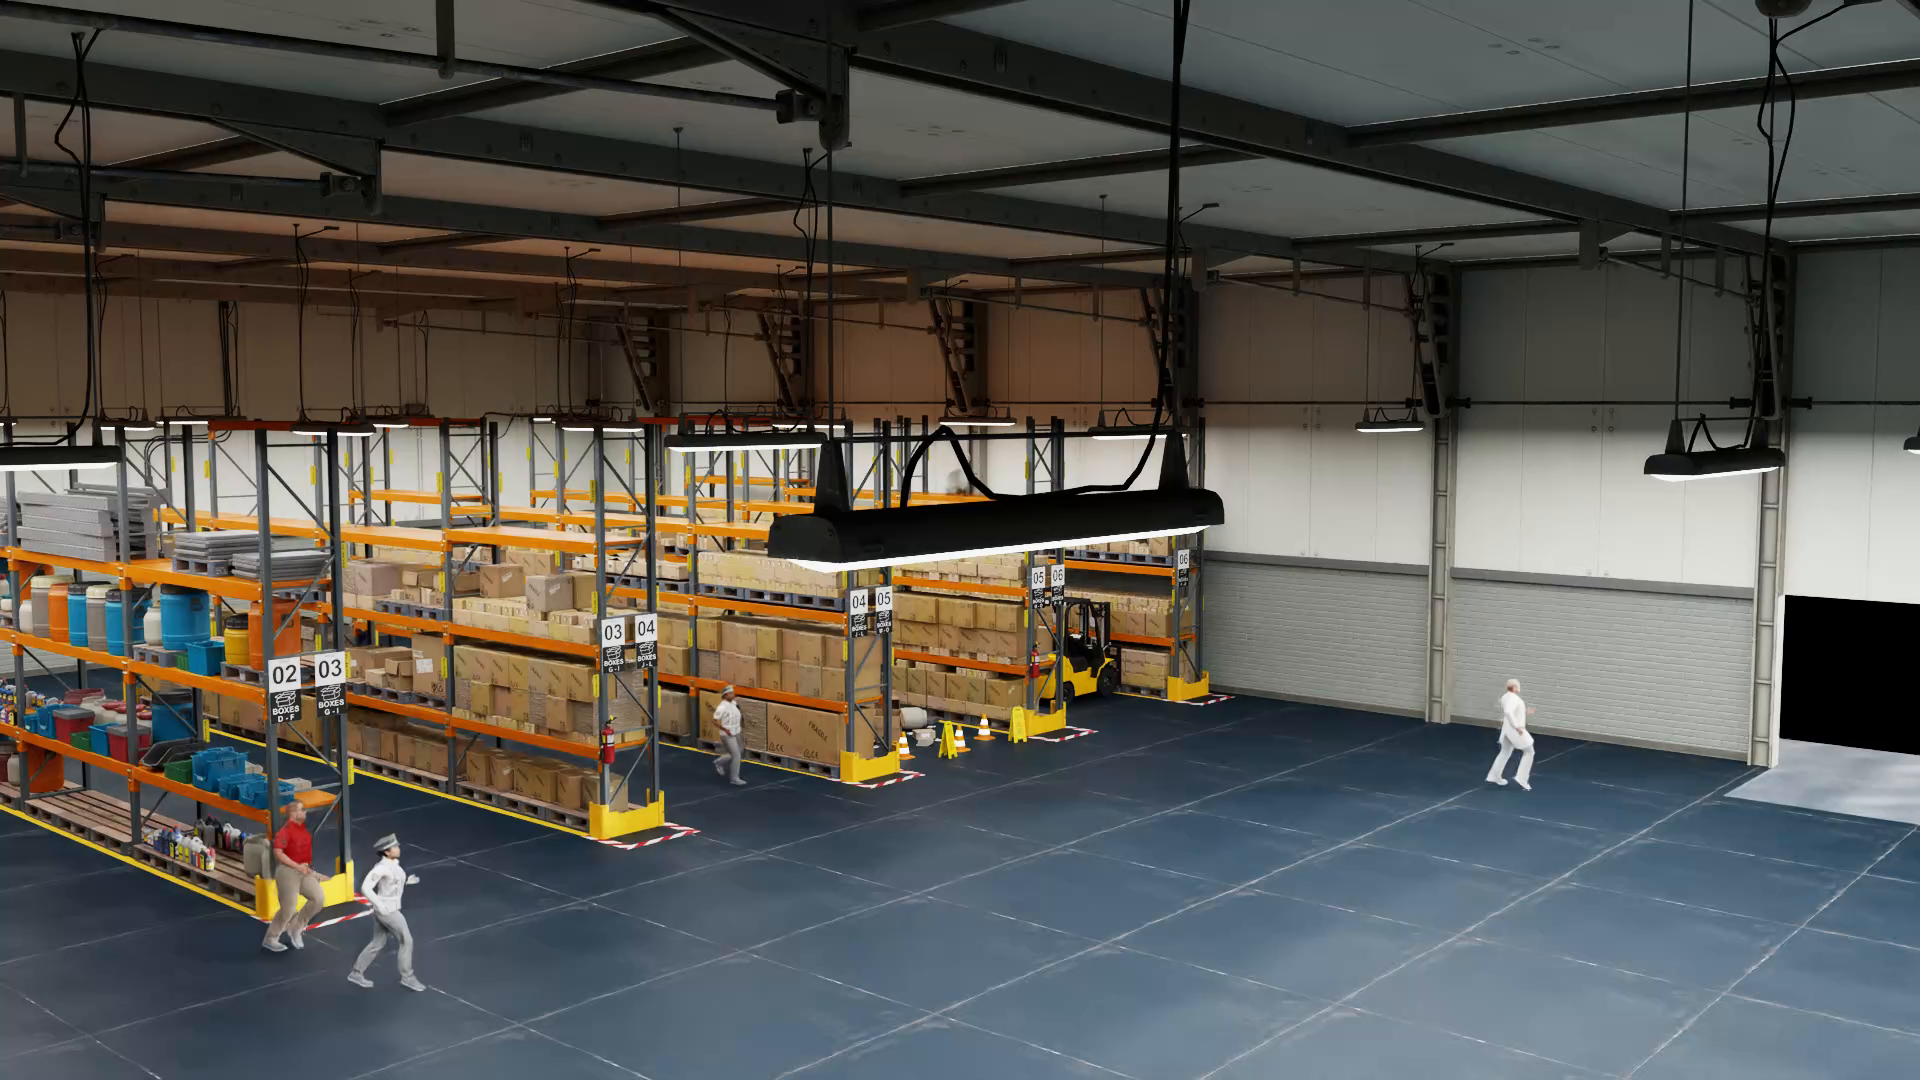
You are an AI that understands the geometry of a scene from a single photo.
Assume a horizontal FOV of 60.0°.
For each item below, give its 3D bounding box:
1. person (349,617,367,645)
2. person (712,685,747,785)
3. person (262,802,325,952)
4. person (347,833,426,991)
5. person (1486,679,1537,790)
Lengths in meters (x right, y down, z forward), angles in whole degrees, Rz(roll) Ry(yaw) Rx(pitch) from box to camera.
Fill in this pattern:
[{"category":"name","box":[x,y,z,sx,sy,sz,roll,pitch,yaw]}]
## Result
[{"category":"person","box":[-14.362,2.233,39.713,0.656,1.605,0.823,4,6,37]},{"category":"person","box":[-3.827,3.213,27.544,0.643,1.654,0.564,3,5,28]},{"category":"person","box":[-7.709,3.894,19.340,0.623,1.701,0.722,1,5,8]},{"category":"person","box":[-6.177,4.008,17.853,0.806,1.747,0.586,-2,5,-19]},{"category":"person","box":[9.040,3.197,27.185,0.831,1.835,0.668,-1,5,-12]}]
